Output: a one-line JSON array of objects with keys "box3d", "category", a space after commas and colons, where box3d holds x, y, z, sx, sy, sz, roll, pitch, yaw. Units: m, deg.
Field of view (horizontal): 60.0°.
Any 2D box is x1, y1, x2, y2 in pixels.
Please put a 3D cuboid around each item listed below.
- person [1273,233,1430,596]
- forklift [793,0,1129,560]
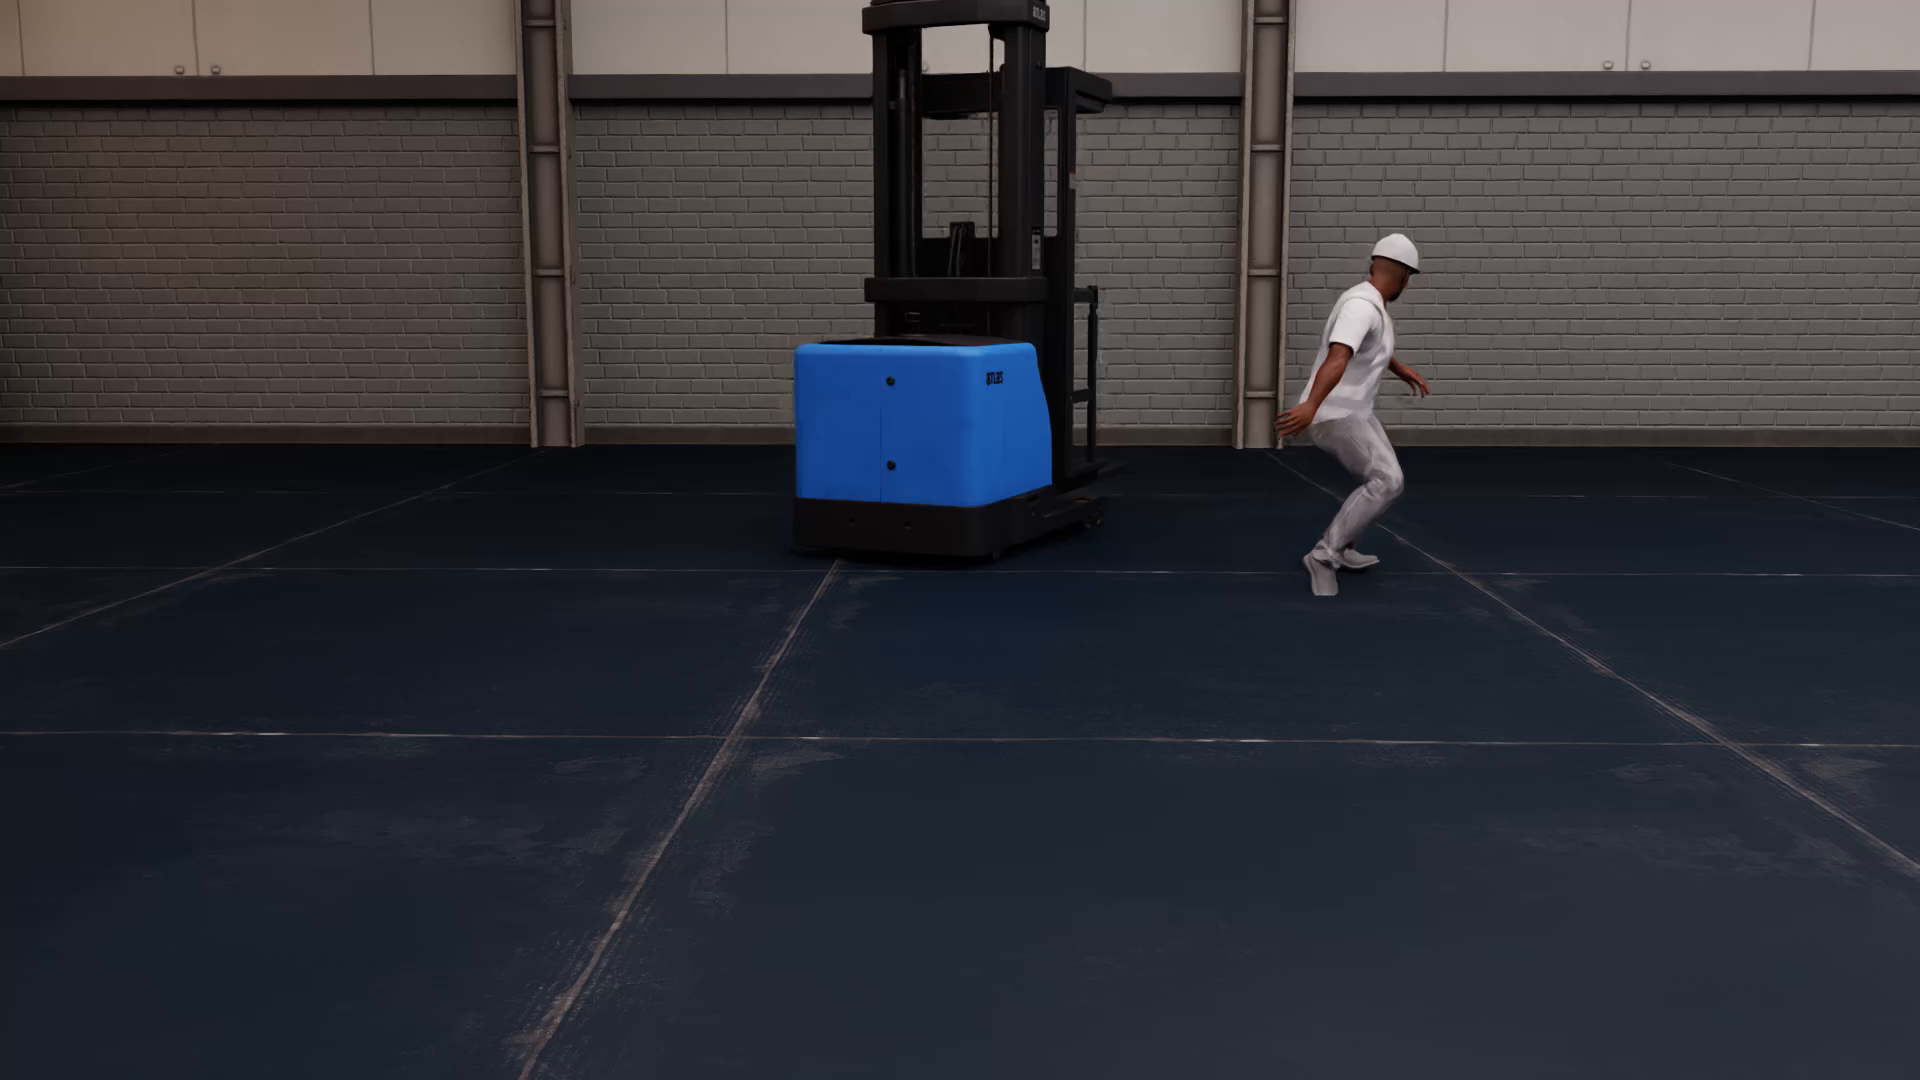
[{"box3d": [1.796, -0.541, 7.565, 0.537, 1.683, 1.074, 4, 9, 22], "category": "person"}, {"box3d": [0.195, -1.534, 9.337, 1.130, 2.935, 3.031, 4, 9, 23], "category": "forklift"}]
